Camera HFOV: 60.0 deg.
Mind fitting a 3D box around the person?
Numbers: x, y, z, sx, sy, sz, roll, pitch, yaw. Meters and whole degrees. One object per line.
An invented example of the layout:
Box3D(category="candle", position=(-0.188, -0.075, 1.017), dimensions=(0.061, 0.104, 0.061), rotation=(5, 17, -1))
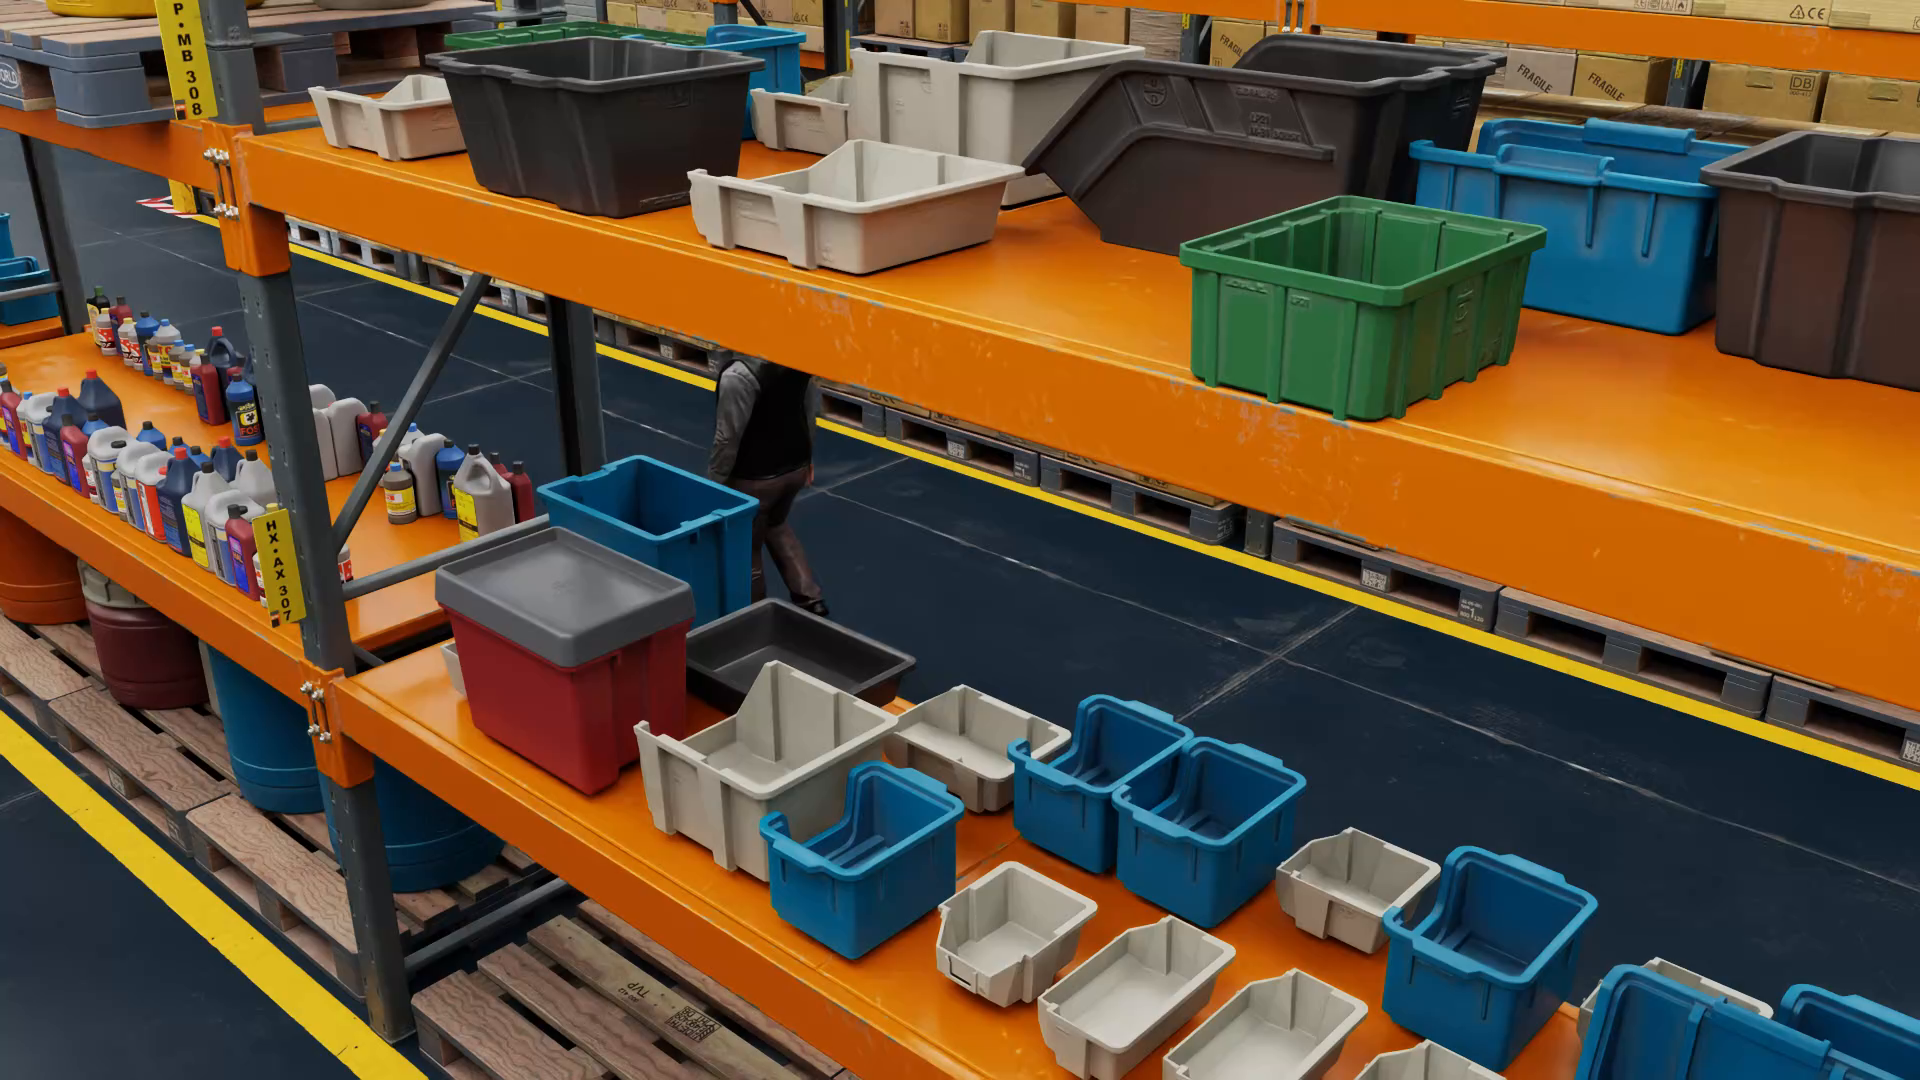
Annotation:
Box3D(category="person", position=(-0.908, -0.269, 7.282), dimensions=(0.508, 1.637, 0.577), rotation=(17, 29, 34))
